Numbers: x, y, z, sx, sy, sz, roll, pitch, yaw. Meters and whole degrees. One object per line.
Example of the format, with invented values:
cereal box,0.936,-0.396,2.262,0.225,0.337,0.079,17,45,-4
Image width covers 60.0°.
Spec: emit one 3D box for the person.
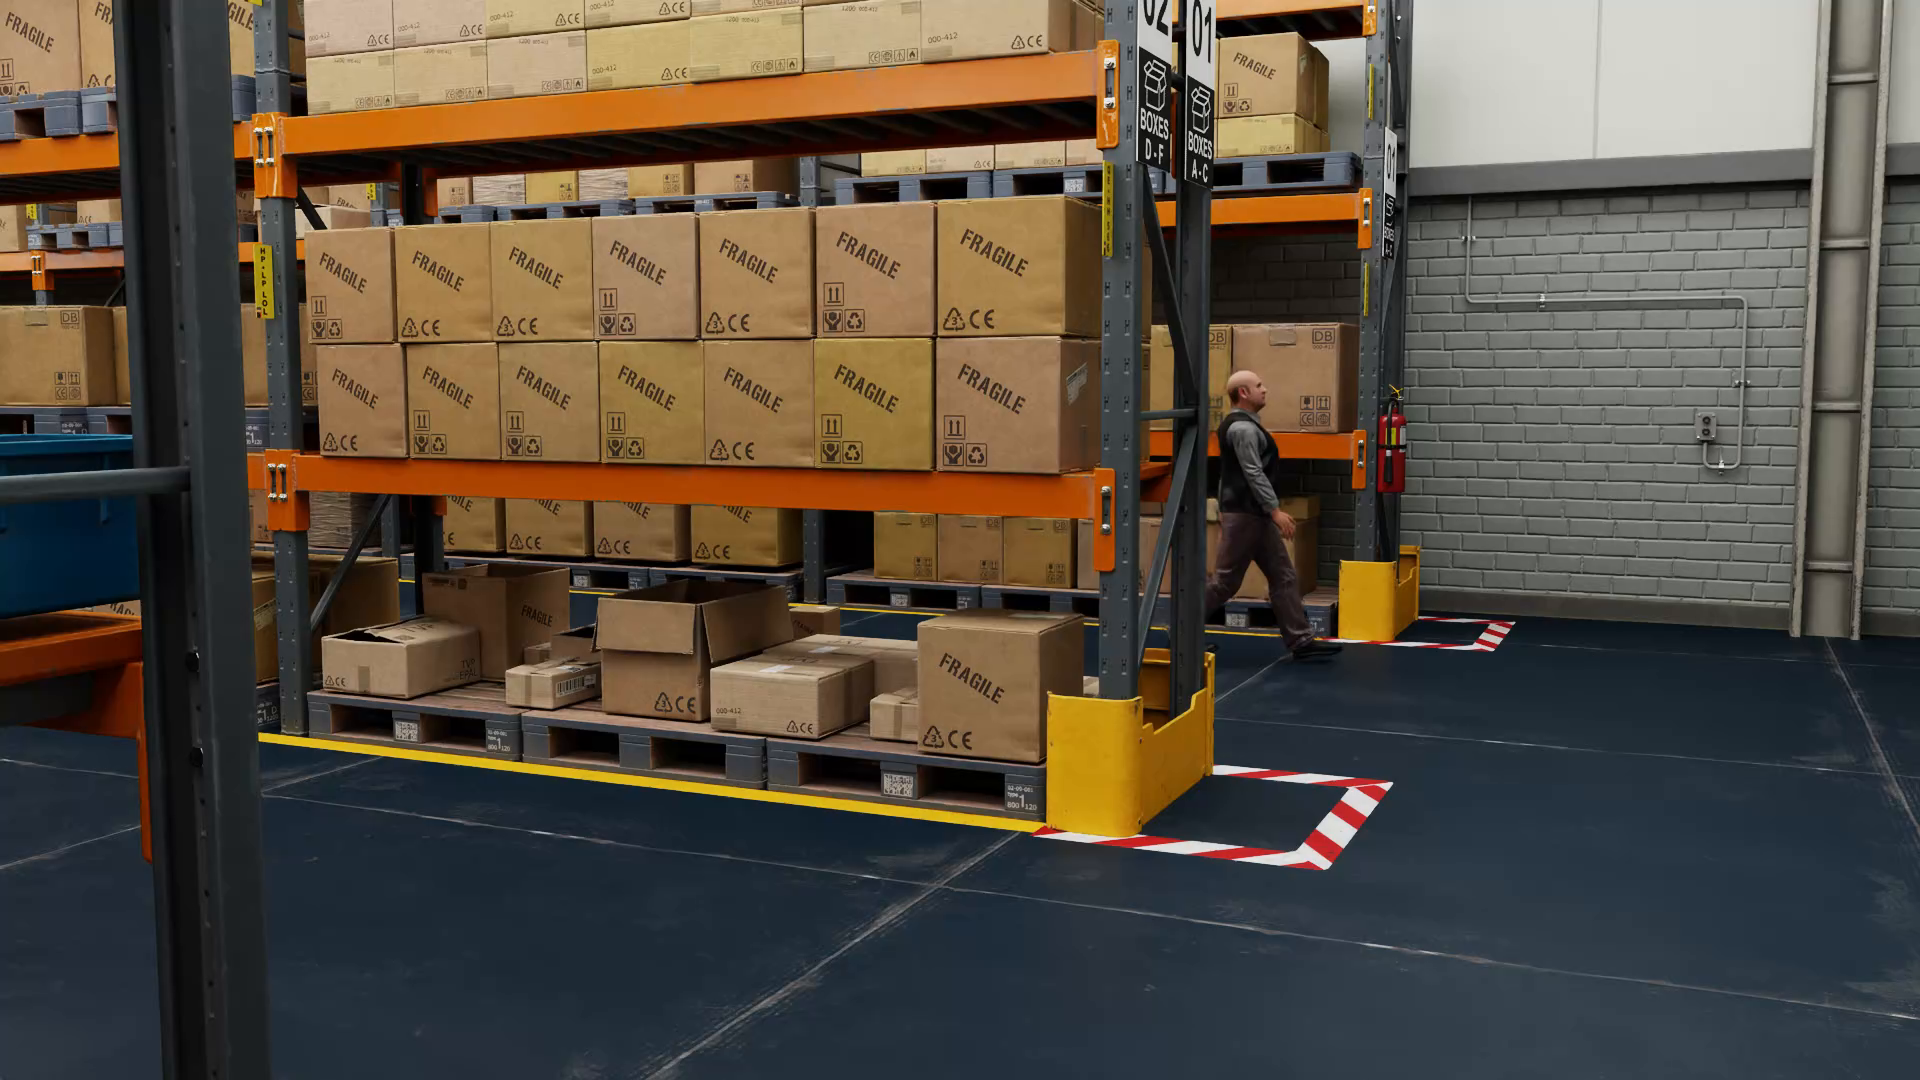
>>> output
person,1.707,-0.133,9.561,1.024,1.675,0.560,1,6,8
